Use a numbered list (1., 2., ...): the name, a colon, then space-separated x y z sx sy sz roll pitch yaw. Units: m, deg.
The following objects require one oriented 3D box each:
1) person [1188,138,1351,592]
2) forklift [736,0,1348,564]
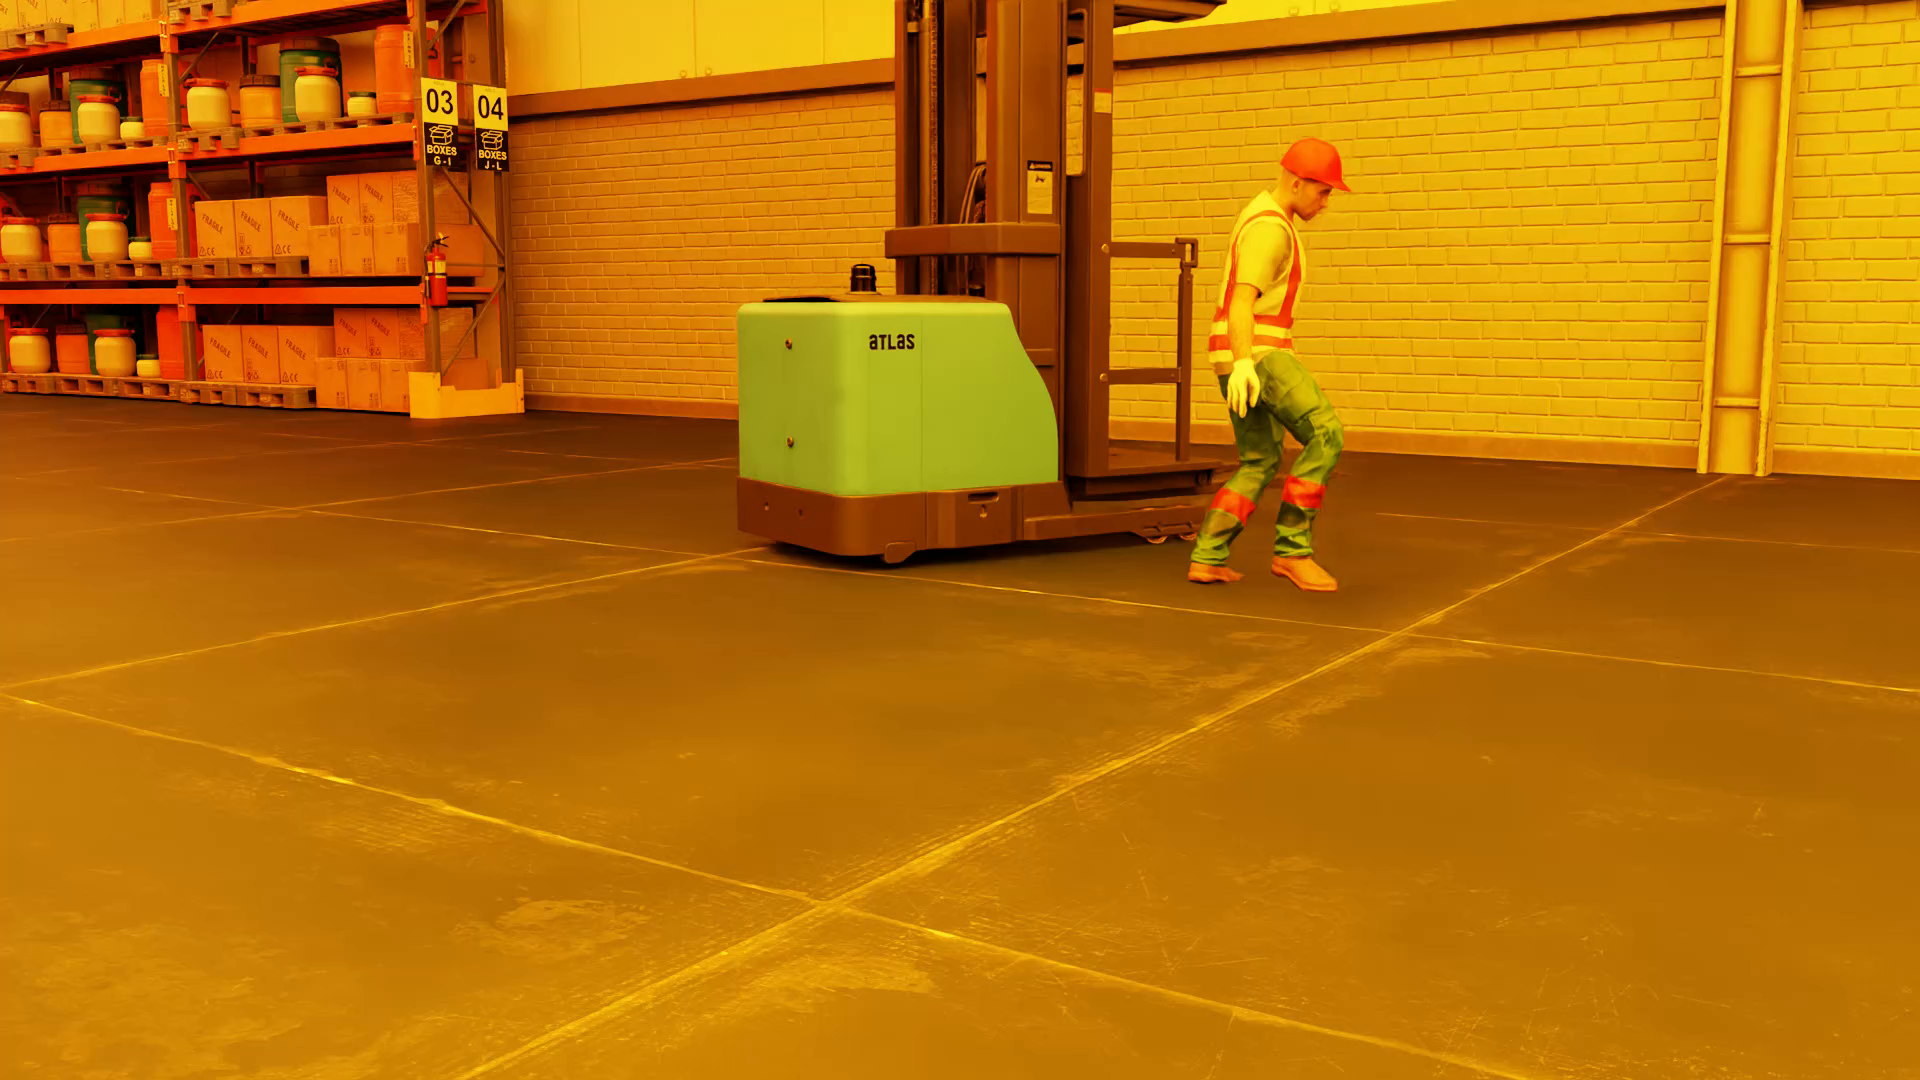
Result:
1. person: 1.166 -0.653 6.365 0.560 1.704 1.145 0 8 3
2. forklift: 0.517 -1.489 7.664 3.031 2.935 1.130 -5 10 -33
